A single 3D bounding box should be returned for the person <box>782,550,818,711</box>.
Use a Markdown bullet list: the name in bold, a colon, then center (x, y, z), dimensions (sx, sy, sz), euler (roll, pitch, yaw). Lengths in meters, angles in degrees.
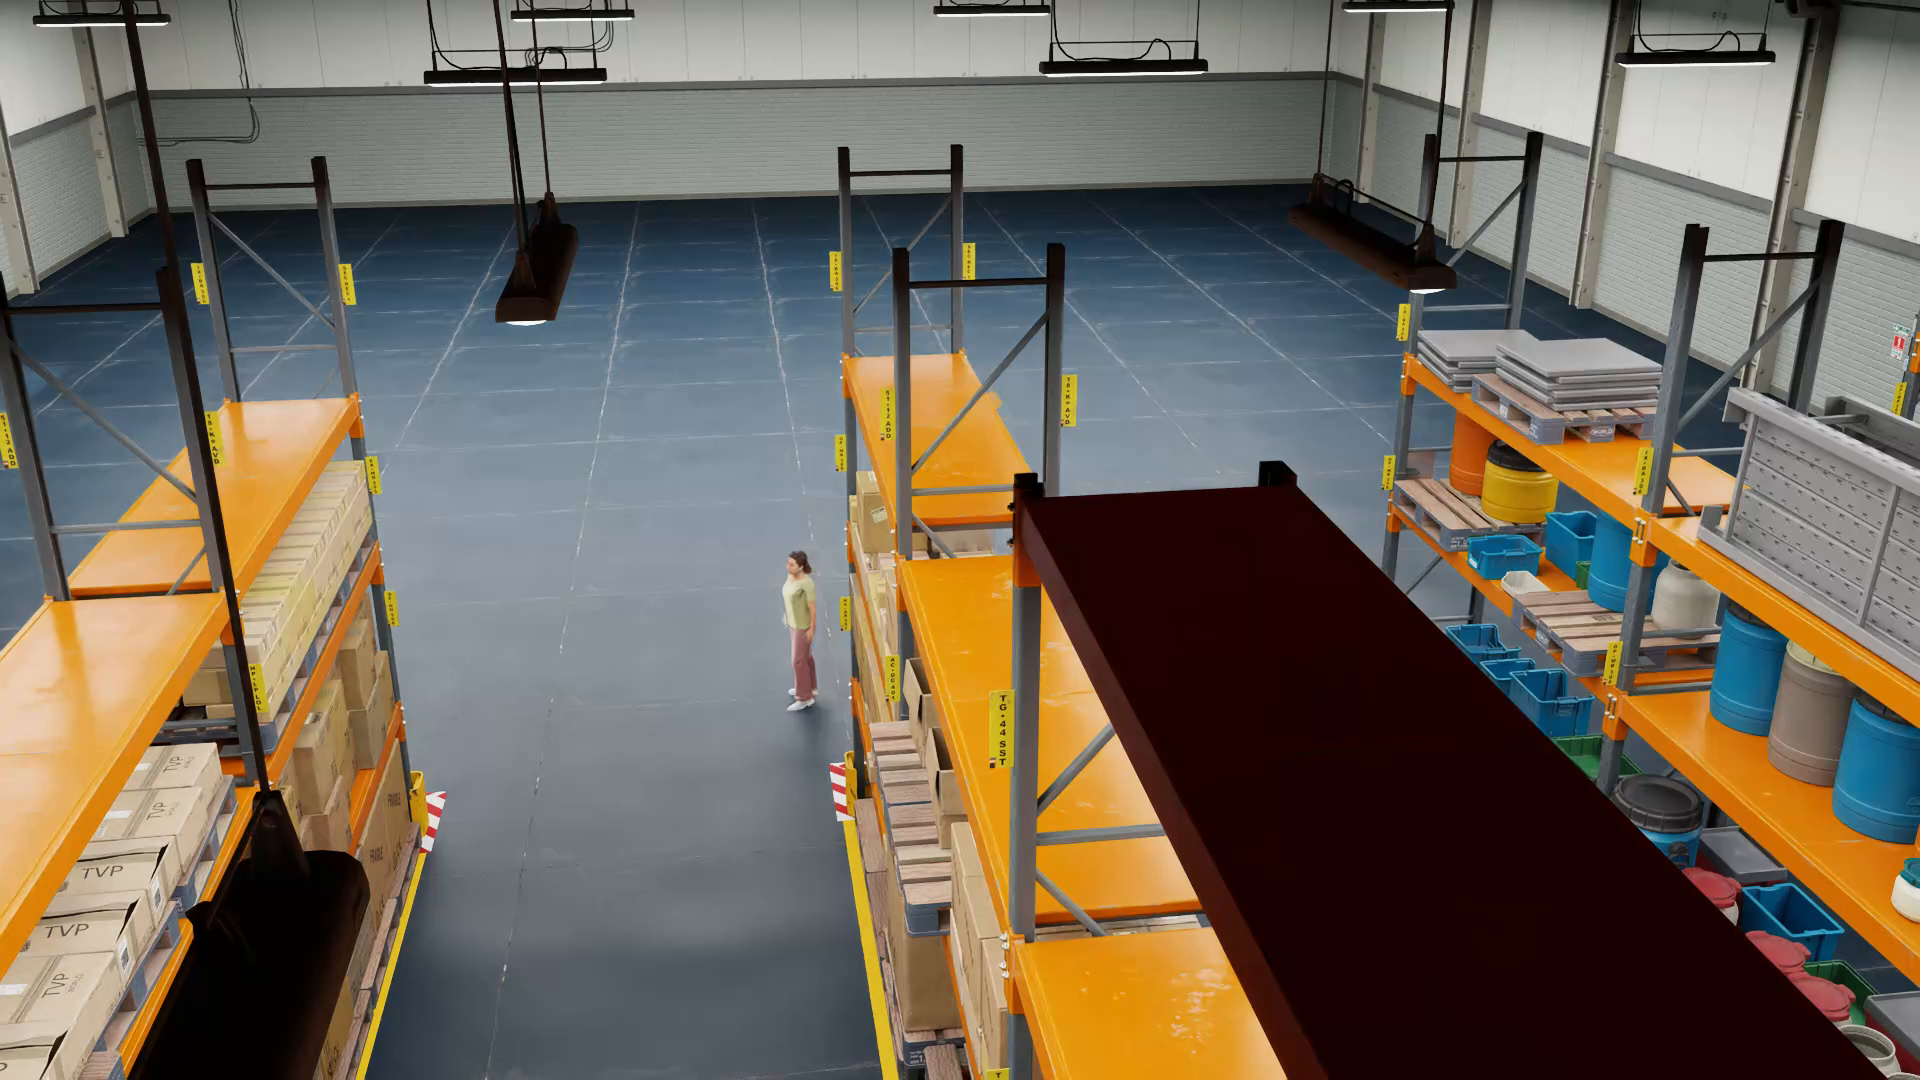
- **person**: center (-1.694, 0.894, 17.188), dimensions (0.426, 1.701, 0.554), euler (-10, 24, -24)
